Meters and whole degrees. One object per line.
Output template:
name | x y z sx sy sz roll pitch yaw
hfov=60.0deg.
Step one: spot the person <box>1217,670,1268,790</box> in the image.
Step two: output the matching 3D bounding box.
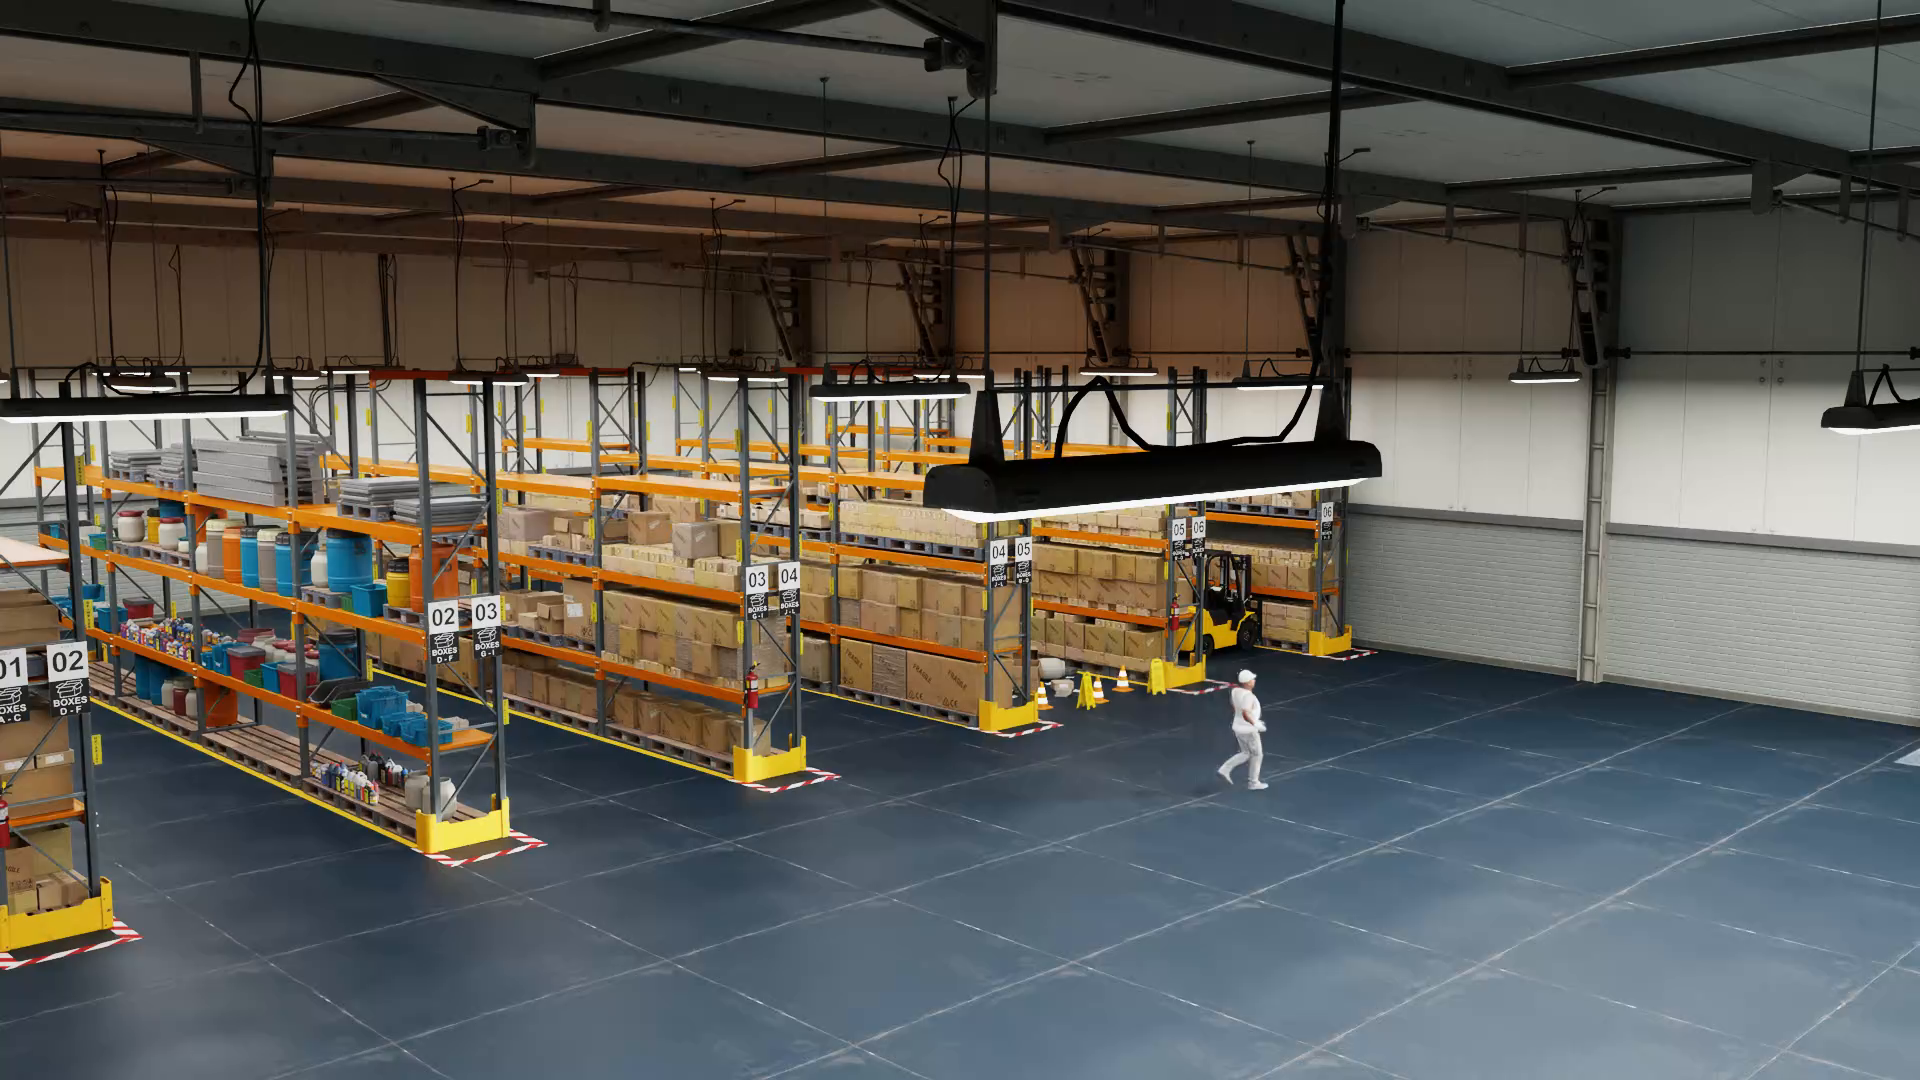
person | 4.114 2.749 24.036 0.752 1.762 0.712 -2 7 -13
